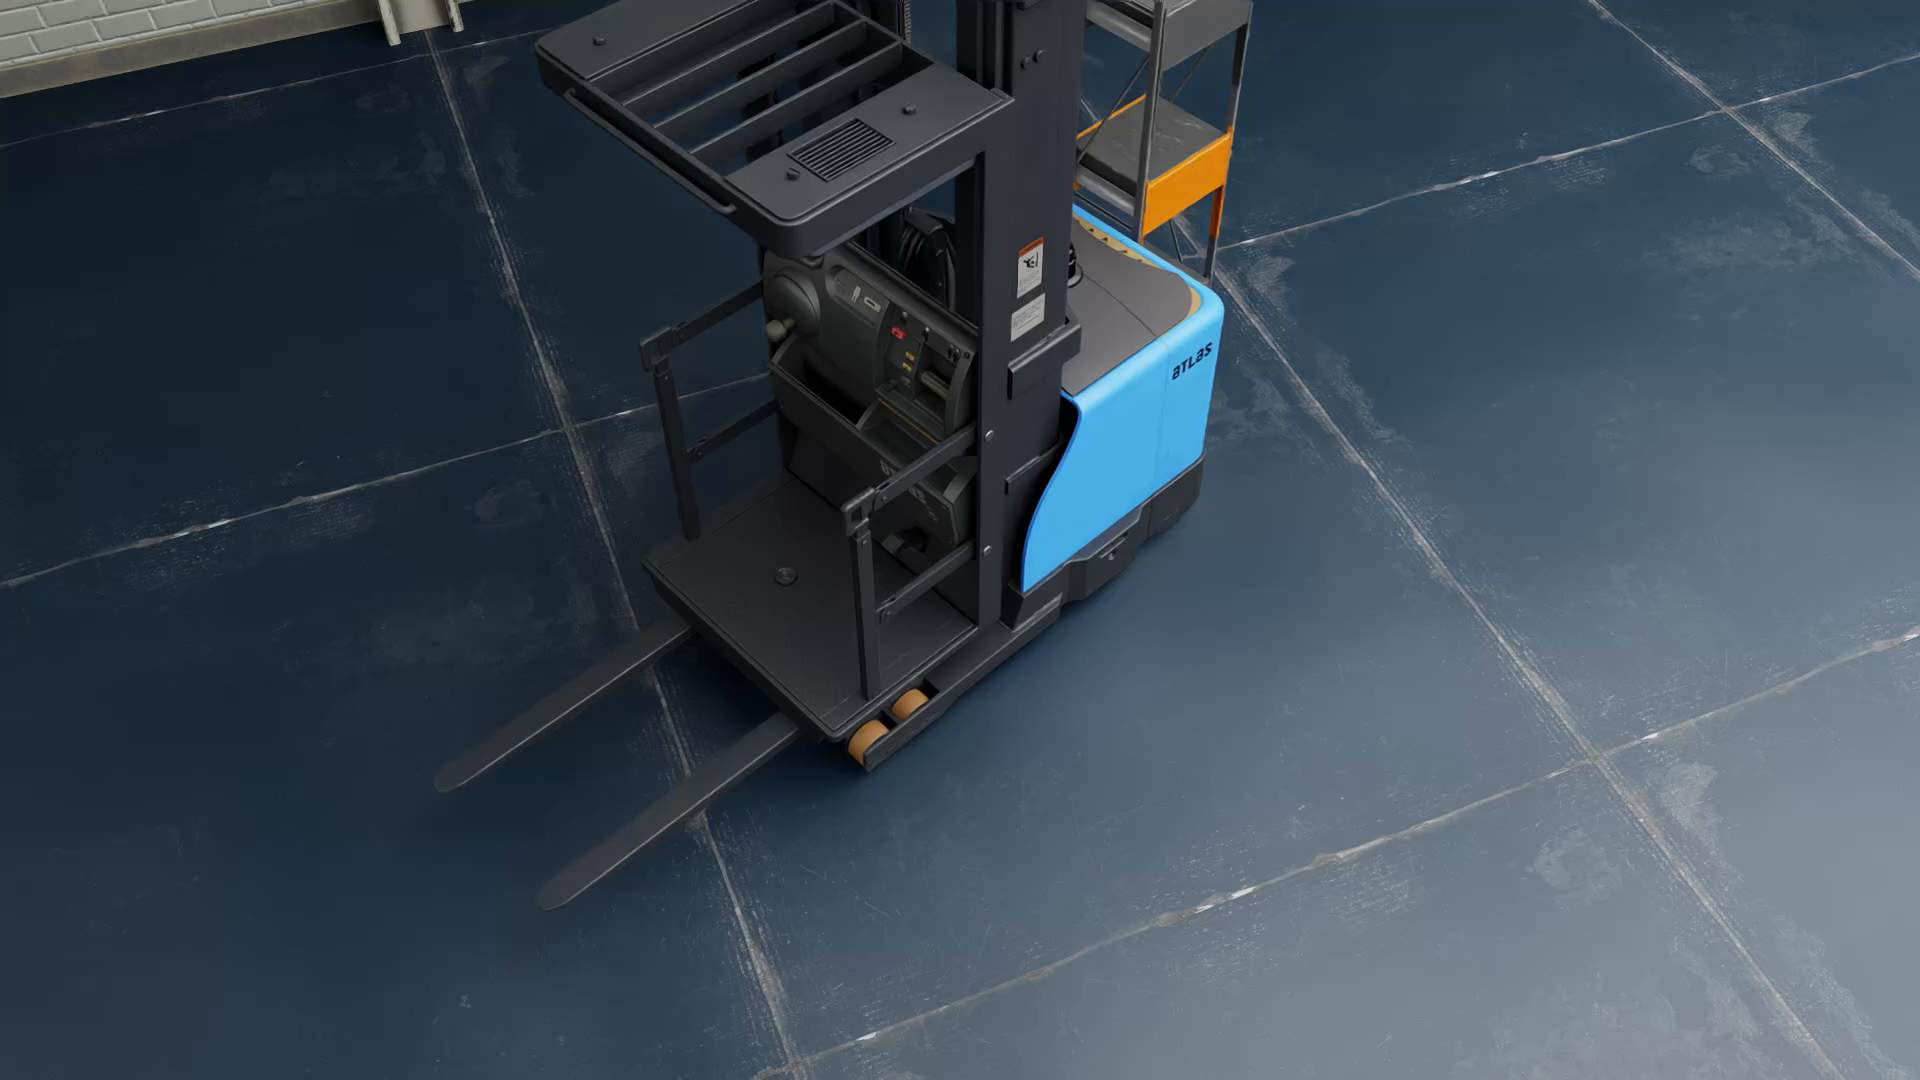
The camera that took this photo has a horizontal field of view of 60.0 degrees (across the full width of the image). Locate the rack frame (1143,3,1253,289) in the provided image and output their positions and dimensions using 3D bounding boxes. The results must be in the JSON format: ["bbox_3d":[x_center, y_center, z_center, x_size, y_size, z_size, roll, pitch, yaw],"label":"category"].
[{"bbox_3d":[0.884,-1.494,6.490,0.015,2.100,0.400,-36,58,-27],"label":"rack frame"}]

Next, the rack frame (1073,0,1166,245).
[{"bbox_3d":[0.531,-1.239,6.270,0.015,2.100,0.400,-36,58,-27],"label":"rack frame"}]

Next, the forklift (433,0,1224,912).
[{"bbox_3d":[-0.453,-0.604,5.177,3.031,2.935,1.130,-36,58,-27],"label":"forklift"}]

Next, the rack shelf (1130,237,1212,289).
[{"bbox_3d":[0.707,-0.902,6.922,0.480,0.518,0.431,-36,58,-27],"label":"rack shelf"}]

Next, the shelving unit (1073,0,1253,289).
[{"bbox_3d":[0.707,-1.367,6.380,0.503,2.100,0.431,-36,58,-27],"label":"shelving unit"}]

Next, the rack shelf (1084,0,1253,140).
[{"bbox_3d":[0.707,-1.814,5.860,0.480,0.518,0.431,-36,58,-27],"label":"rack shelf"}]

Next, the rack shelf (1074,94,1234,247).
[{"bbox_3d":[0.707,-1.358,6.391,0.480,0.518,0.431,-36,58,-27],"label":"rack shelf"}]

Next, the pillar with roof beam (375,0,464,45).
[{"bbox_3d":[-1.281,-2.704,2.981,0.400,9.000,9.100,-17,52,-14],"label":"pillar with roof beam"}]
